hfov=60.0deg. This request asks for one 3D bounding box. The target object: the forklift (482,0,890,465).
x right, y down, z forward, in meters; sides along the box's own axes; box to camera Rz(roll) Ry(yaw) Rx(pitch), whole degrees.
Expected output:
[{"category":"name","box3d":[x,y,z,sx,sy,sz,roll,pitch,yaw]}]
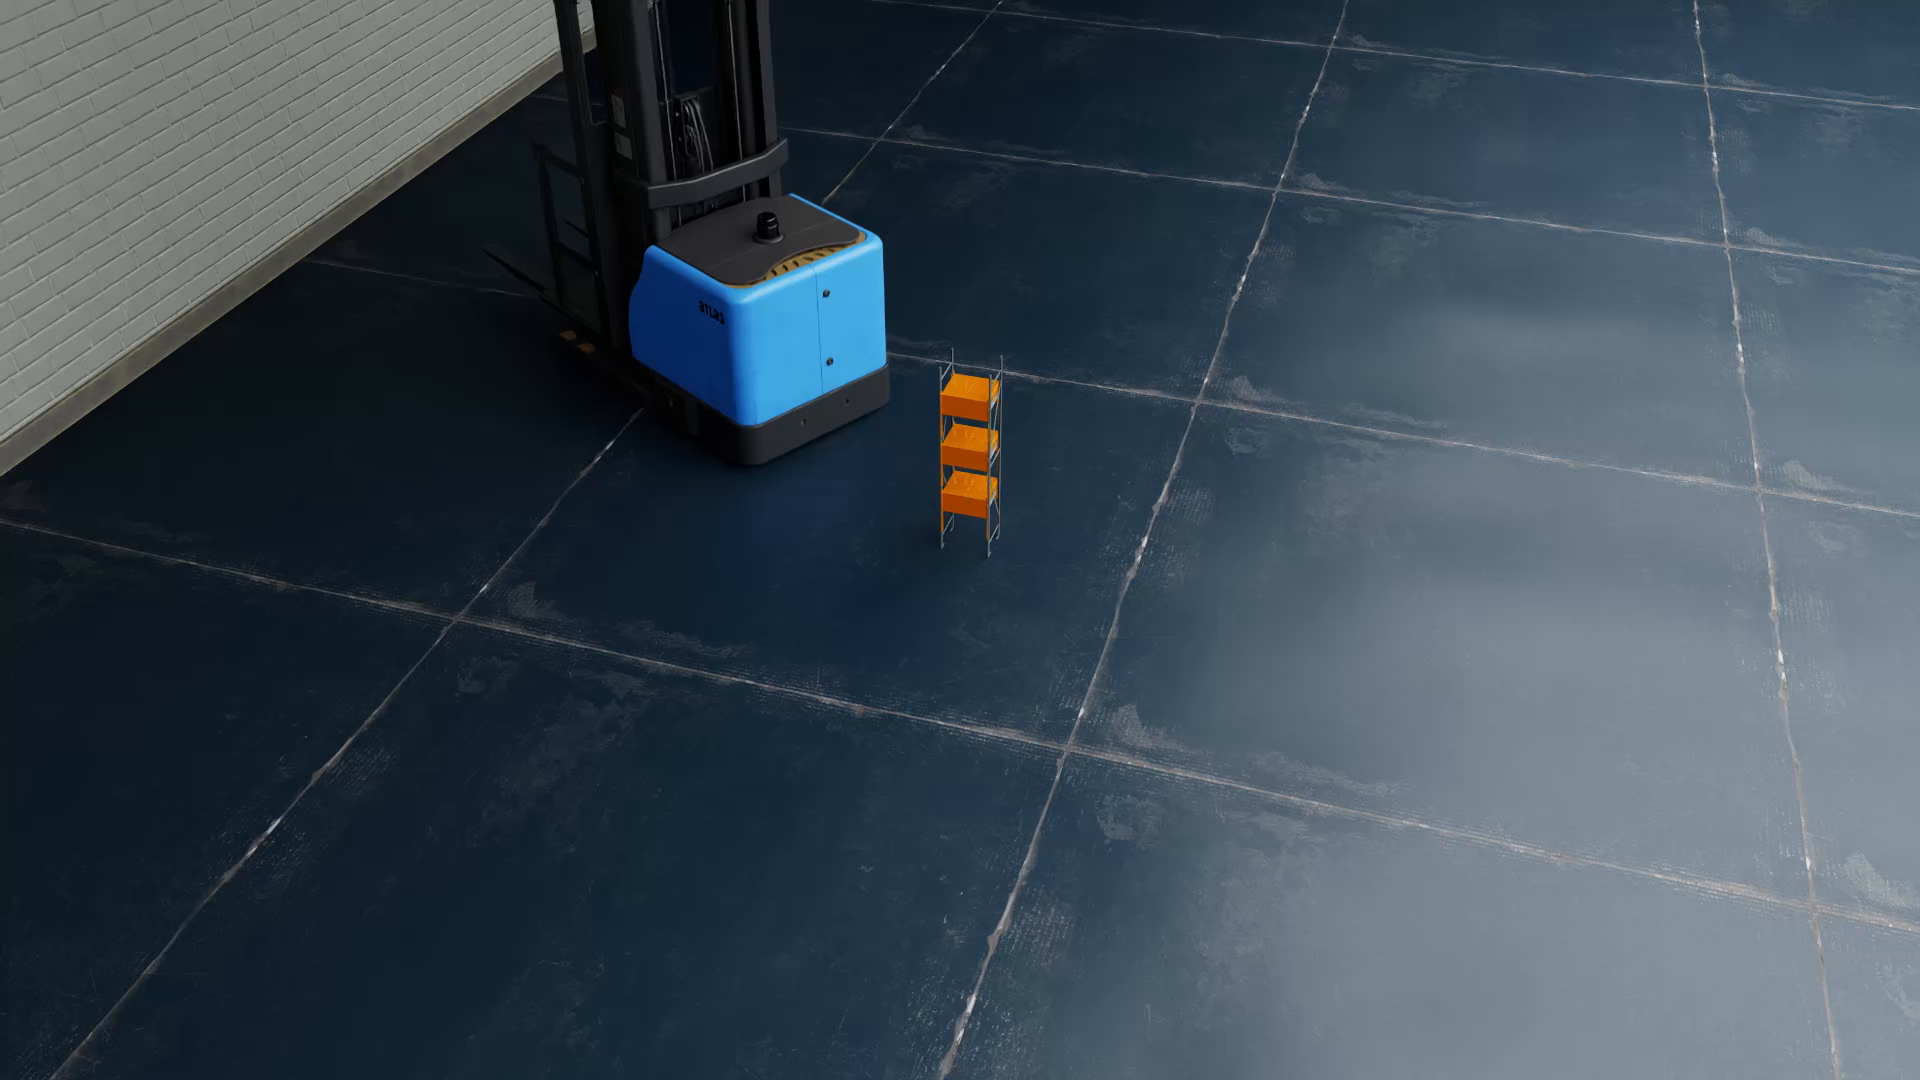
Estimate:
[{"category":"forklift","box3d":[-1.771,-2.360,9.169,1.130,2.935,3.031,-29,45,-34]}]

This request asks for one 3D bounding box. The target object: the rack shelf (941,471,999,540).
[{"category":"rack shelf","box3d":[0.051,-0.181,8.282,0.240,0.259,0.215,10,38,14]}]

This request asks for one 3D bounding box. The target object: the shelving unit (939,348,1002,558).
[{"category":"shelving unit","box3d":[0.051,-0.413,8.111,0.252,1.050,0.215,10,38,14]}]

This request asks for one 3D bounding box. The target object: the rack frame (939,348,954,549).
[{"category":"rack frame","box3d":[-0.065,-0.435,8.140,0.008,1.050,0.200,10,38,14]}]

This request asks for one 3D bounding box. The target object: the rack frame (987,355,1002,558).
[{"category":"rack frame","box3d":[0.168,-0.392,8.082,0.008,1.050,0.200,10,38,14]}]

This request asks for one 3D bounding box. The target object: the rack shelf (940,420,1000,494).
[{"category":"rack shelf","box3d":[0.051,-0.405,8.117,0.240,0.259,0.215,10,38,14]}]

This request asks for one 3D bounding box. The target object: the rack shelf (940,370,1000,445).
[{"category":"rack shelf","box3d":[0.051,-0.633,7.949,0.240,0.259,0.215,10,38,14]}]
